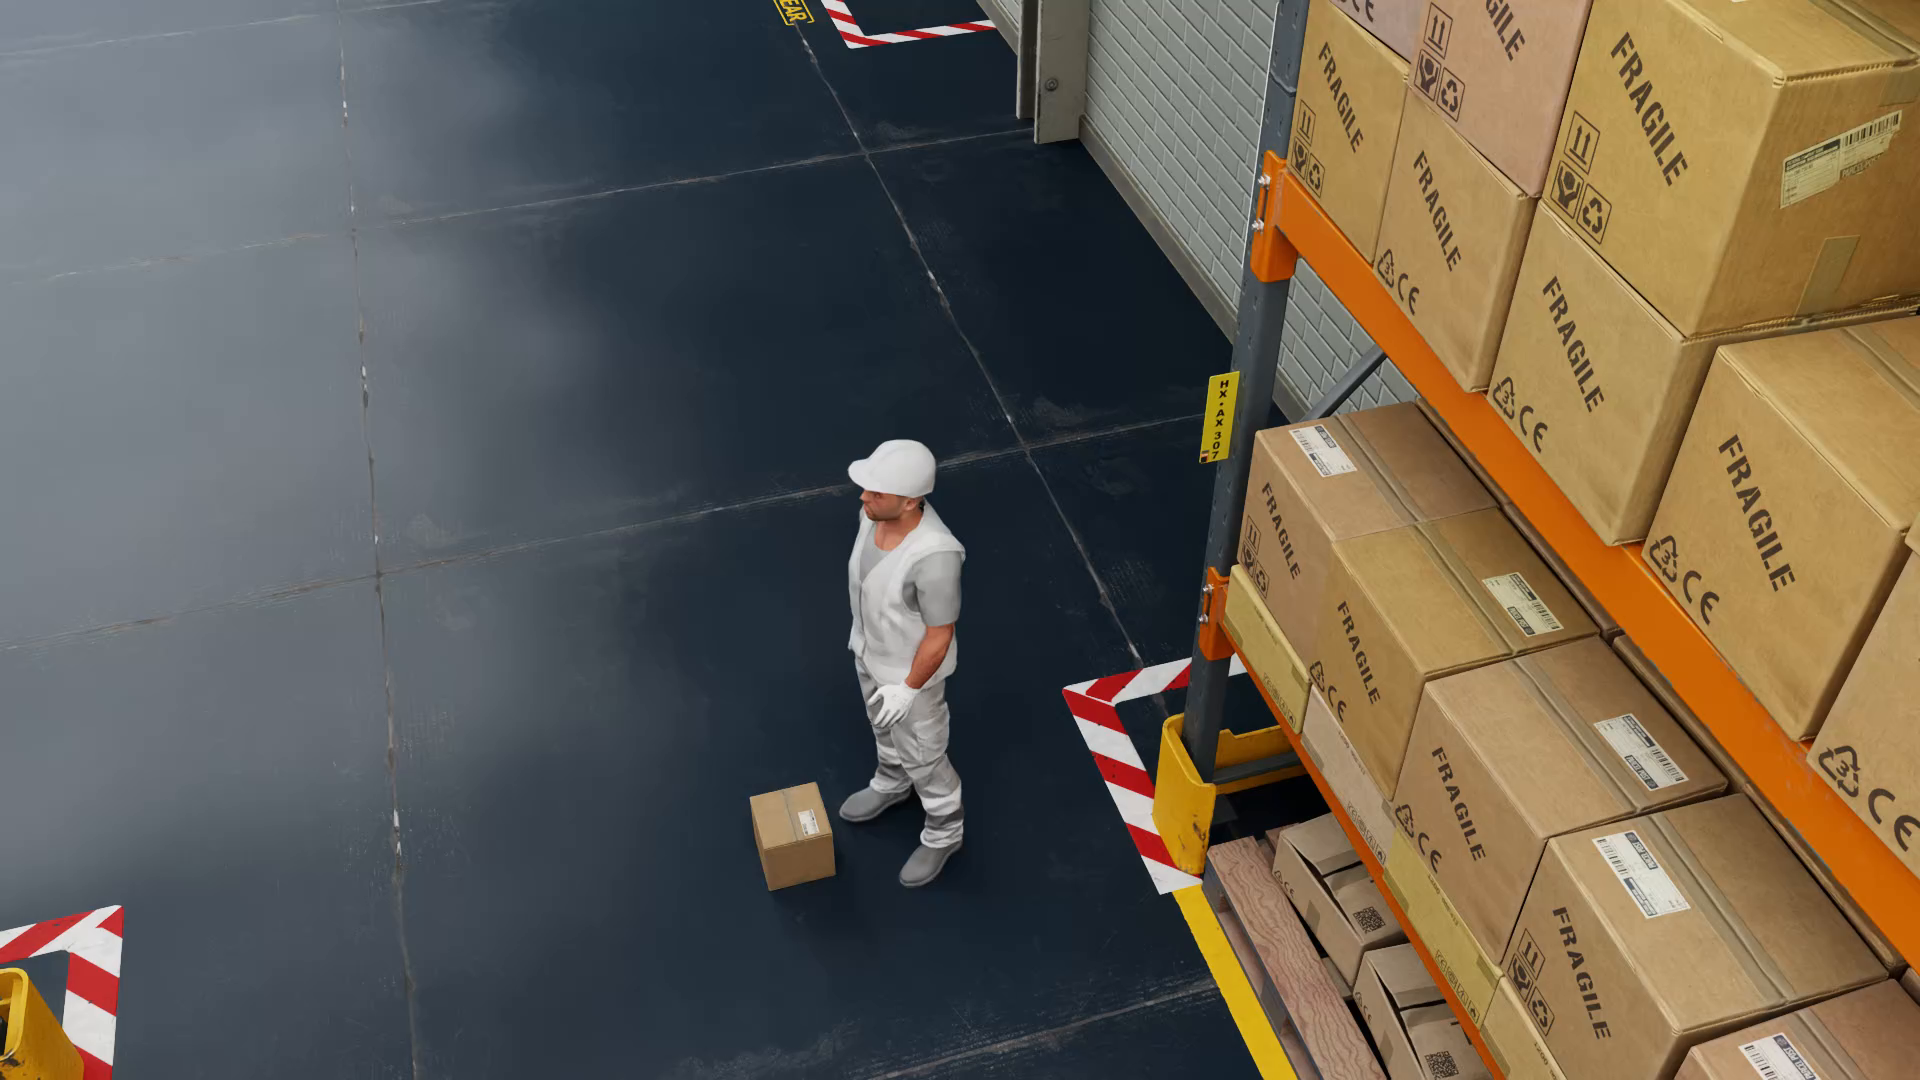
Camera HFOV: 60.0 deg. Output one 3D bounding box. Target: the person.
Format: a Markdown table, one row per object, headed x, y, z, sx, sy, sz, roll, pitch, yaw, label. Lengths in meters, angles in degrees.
| x | y | z | sx | sy | sz | roll | pitch | yaw | label |
| --- | --- | --- | --- | --- | --- | --- | --- | --- | --- |
| -0.226 | 0.409 | 5.675 | 0.381 | 1.816 | 0.566 | -21 | 46 | -21 | person |
